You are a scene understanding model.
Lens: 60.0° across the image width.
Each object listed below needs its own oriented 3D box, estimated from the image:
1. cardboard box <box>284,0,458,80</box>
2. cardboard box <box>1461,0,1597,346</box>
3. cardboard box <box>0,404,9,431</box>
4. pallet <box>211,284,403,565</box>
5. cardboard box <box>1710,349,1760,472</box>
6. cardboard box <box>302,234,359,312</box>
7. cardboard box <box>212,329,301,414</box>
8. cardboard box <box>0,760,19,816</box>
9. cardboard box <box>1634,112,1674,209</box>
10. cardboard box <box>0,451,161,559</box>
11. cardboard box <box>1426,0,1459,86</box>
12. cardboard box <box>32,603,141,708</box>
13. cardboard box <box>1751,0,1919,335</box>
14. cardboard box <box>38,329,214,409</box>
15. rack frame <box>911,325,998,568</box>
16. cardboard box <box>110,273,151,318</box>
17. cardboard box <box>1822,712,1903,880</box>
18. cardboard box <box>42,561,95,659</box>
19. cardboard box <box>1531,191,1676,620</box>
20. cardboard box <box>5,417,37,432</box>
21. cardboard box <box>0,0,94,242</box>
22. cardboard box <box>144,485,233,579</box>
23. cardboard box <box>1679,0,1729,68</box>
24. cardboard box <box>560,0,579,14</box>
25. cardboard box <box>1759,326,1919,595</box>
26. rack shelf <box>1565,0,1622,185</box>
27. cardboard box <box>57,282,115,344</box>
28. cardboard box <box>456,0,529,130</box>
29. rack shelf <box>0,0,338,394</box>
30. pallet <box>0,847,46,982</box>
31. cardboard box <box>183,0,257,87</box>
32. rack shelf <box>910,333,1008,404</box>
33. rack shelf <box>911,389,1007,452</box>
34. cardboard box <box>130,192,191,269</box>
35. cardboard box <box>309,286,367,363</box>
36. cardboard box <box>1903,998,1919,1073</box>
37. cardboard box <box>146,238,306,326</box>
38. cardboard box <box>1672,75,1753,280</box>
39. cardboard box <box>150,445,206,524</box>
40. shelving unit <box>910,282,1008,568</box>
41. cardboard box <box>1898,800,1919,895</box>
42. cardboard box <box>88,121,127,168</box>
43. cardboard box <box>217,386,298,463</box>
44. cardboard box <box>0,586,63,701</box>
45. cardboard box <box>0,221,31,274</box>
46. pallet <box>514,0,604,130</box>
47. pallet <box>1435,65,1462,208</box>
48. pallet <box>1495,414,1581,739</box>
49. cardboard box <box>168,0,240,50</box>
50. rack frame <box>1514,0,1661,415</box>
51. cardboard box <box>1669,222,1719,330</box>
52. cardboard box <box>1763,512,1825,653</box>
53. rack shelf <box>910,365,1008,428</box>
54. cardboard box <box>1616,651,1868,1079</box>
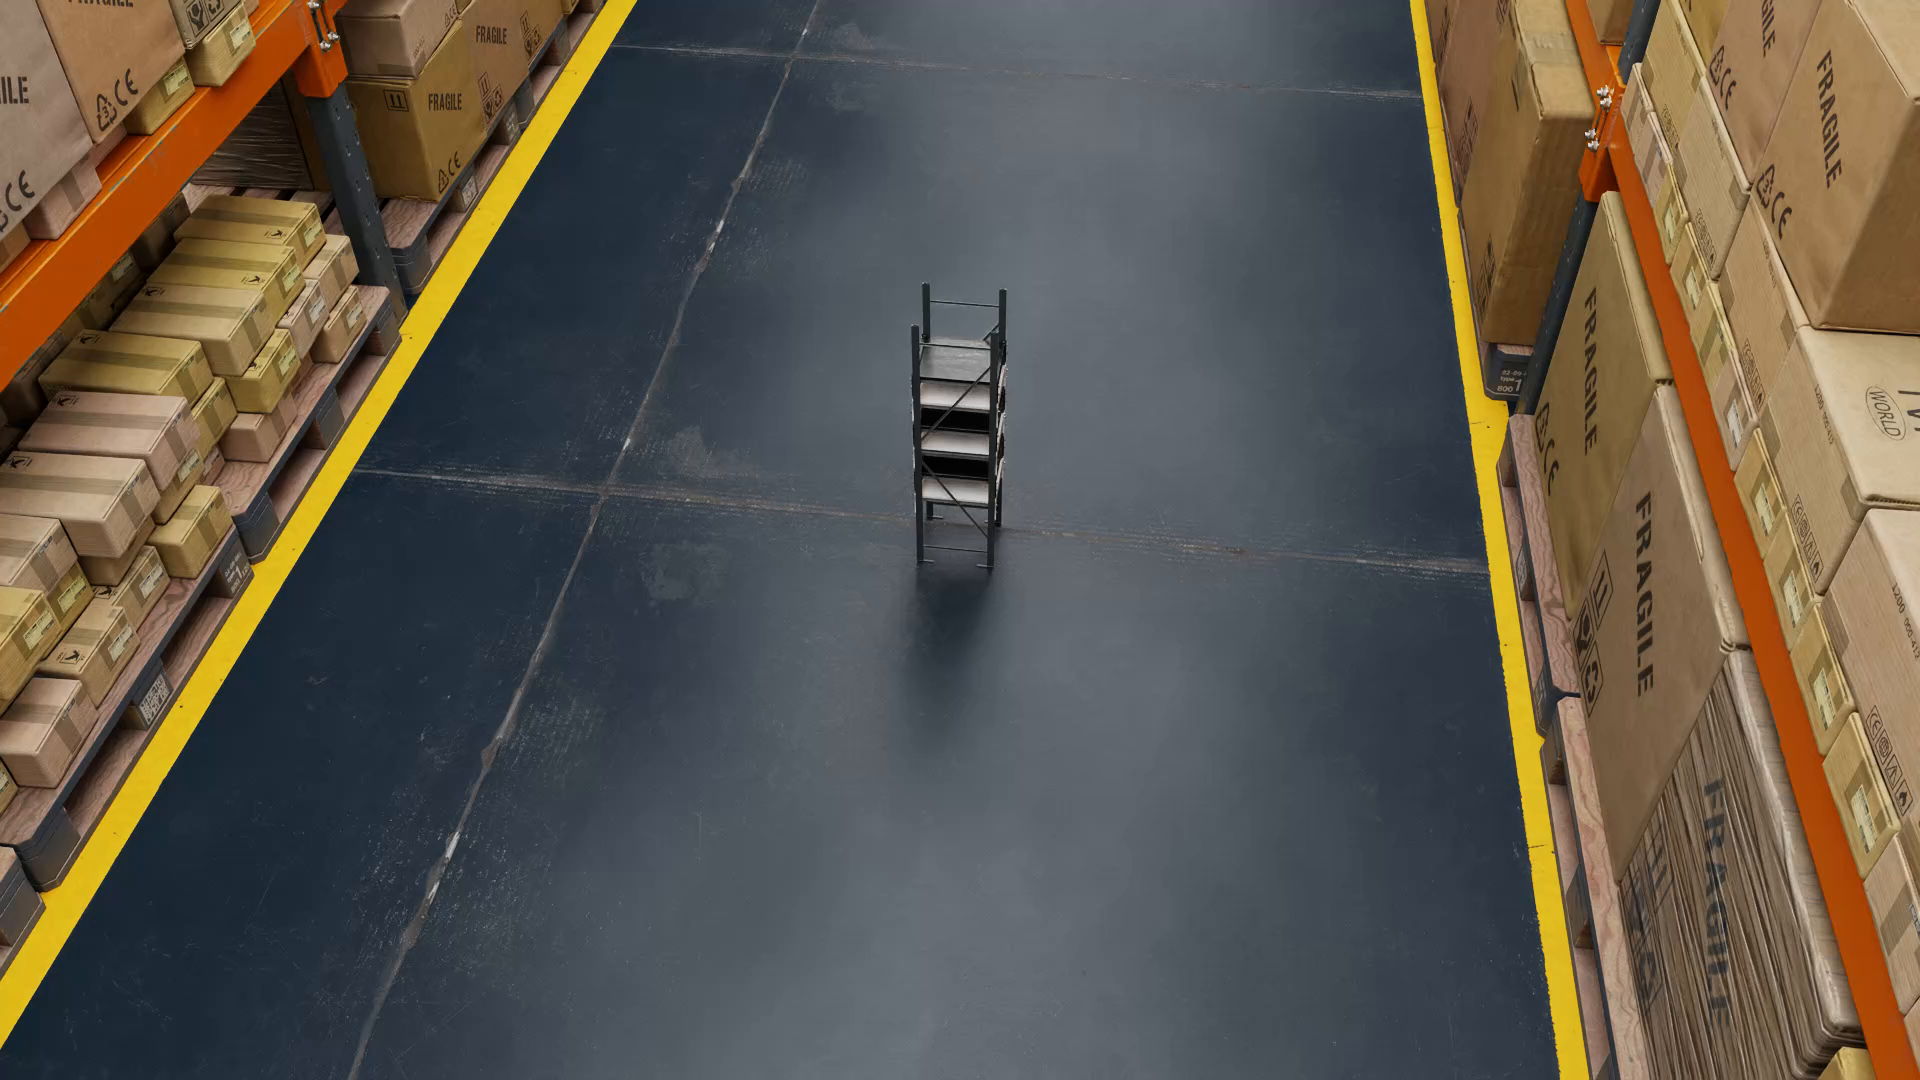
[{"bbox_3d":[-2.174,-1.922,6.065,0.500,0.250,0.500,3,44,4],"label":"cardboard box"},{"bbox_3d":[2.434,-1.225,5.601,1.225,0.875,0.875,5,44,6],"label":"cardboard box"},{"bbox_3d":[-2.991,-0.338,4.760,0.380,0.149,0.250,6,44,6],"label":"cardboard box"},{"bbox_3d":[-2.588,-0.452,5.574,1.003,0.211,1.213,5,44,6],"label":"pallet"},{"bbox_3d":[1.829,-0.260,3.525,0.380,0.149,0.250,6,44,6],"label":"cardboard box"},{"bbox_3d":[-2.261,-0.907,5.578,0.380,0.149,0.250,6,44,6],"label":"cardboard box"},{"bbox_3d":[-2.302,-0.537,5.187,0.380,0.149,0.250,4,44,4],"label":"cardboard box"},{"bbox_3d":[-2.615,0.653,4.147,0.380,0.149,0.250,5,44,6],"label":"cardboard box"},{"bbox_3d":[1.966,-0.964,4.269,0.380,0.149,0.250,4,44,4],"label":"cardboard box"},{"bbox_3d":[-2.423,-0.097,4.506,0.380,0.149,0.250,4,44,4],"label":"cardboard box"},{"bbox_3d":[2.661,-2.437,6.882,1.225,0.875,0.875,5,44,6],"label":"cardboard box"},{"bbox_3d":[-2.485,0.300,4.519,0.380,0.149,0.250,5,44,6],"label":"cardboard box"},{"bbox_3d":[1.915,-0.738,3.195,0.500,0.500,0.500,4,44,4],"label":"cardboard box"},{"bbox_3d":[-2.455,-0.475,4.905,0.380,0.149,0.250,7,44,7],"label":"cardboard box"},{"bbox_3d":[-0.015,-0.252,4.862,0.240,0.900,0.006,5,44,6],"label":"rack frame"},{"bbox_3d":[-2.844,-0.752,5.414,0.380,0.149,0.250,6,44,6],"label":"cardboard box"},{"bbox_3d":[1.694,0.443,2.783,0.380,0.149,0.250,4,44,5],"label":"cardboard box"},{"bbox_3d":[-2.580,0.159,4.452,0.380,0.149,0.250,7,44,7],"label":"cardboard box"},{"bbox_3d":[2.202,-0.344,4.672,0.875,0.875,0.875,5,44,6],"label":"cardboard box"},{"bbox_3d":[-2.879,-0.399,5.041,0.380,0.149,0.250,3,44,3],"label":"cardboard box"},{"bbox_3d":[-2.455,-1.022,3.858,0.500,0.500,0.500,5,44,5],"label":"cardboard box"},{"bbox_3d":[-2.385,-0.039,4.878,0.380,0.149,0.250,5,44,5],"label":"cardboard box"},{"bbox_3d":[2.052,-1.428,3.924,0.500,0.500,0.500,5,44,6],"label":"cardboard box"},{"bbox_3d":[-1.959,-2.709,7.442,0.500,0.500,0.500,3,44,4],"label":"cardboard box"},{"bbox_3d":[1.841,-0.135,3.104,0.500,0.250,0.500,5,44,6],"label":"cardboard box"},{"bbox_3d":[2.633,-2.507,6.240,1.077,0.370,4.000,5,44,6],"label":"rack shelf"},{"bbox_3d":[-2.865,-0.683,5.126,0.380,0.149,0.250,5,44,5],"label":"cardboard box"},{"bbox_3d":[-2.105,-2.010,6.704,0.500,0.500,0.500,7,44,7],"label":"cardboard box"},{"bbox_3d":[-2.798,-0.301,3.909,1.077,0.370,4.000,5,44,6],"label":"rack shelf"},{"bbox_3d":[-2.910,1.211,3.817,1.003,0.211,1.213,5,44,6],"label":"pallet"},{"bbox_3d":[-2.266,-1.433,4.764,0.380,0.149,0.250,4,44,4],"label":"cardboard box"},{"bbox_3d":[-0.001,-0.493,4.772,0.258,0.077,0.200,5,44,6],"label":"rack shelf"},{"bbox_3d":[-0.001,-0.362,4.896,0.258,0.077,0.200,5,44,6],"label":"rack shelf"},{"bbox_3d":[-2.785,-1.043,5.505,0.380,0.149,0.250,7,44,7],"label":"cardboard box"},{"bbox_3d":[-2.248,-0.744,5.623,0.380,0.149,0.250,6,44,6],"label":"cardboard box"},{"bbox_3d":[1.628,0.790,2.417,0.380,0.149,0.250,5,44,6],"label":"cardboard box"},{"bbox_3d":[-2.318,-0.815,5.264,0.380,0.149,0.250,6,44,6],"label":"cardboard box"},{"bbox_3d":[1.977,-0.824,3.832,0.500,0.250,0.500,5,44,5],"label":"cardboard box"},{"bbox_3d":[-2.447,-0.200,4.831,0.380,0.149,0.250,6,44,7],"label":"cardboard box"},{"bbox_3d":[-0.001,-0.321,4.935,0.258,0.900,0.210,5,44,6],"label":"shelving unit"},{"bbox_3d":[1.709,0.567,2.362,0.500,0.250,0.500,5,44,5],"label":"cardboard box"},{"bbox_3d":[-2.462,-1.087,4.399,0.380,0.149,0.250,4,44,4],"label":"cardboard box"},{"bbox_3d":[-2.336,-0.389,5.247,0.380,0.149,0.250,4,44,4],"label":"cardboard box"},{"bbox_3d":[-2.502,0.243,4.148,0.380,0.149,0.250,6,44,6],"label":"cardboard box"},{"bbox_3d":[-2.512,-0.726,4.018,0.380,0.149,0.250,5,44,5],"label":"cardboard box"},{"bbox_3d":[-2.274,-2.277,7.502,1.003,0.211,1.213,5,44,6],"label":"pallet"},{"bbox_3d":[2.555,-1.760,6.955,1.003,0.211,1.213,5,44,6],"label":"pallet"},{"bbox_3d":[2.191,0.118,4.972,1.003,0.211,1.213,5,44,6],"label":"pallet"},{"bbox_3d":[-2.318,-1.714,4.590,0.500,0.500,0.500,5,44,6],"label":"cardboard box"},{"bbox_3d":[2.369,-1.406,4.553,1.000,3.000,0.127,5,44,6],"label":"rack frame"},{"bbox_3d":[1.898,-0.605,3.890,0.380,0.149,0.250,4,44,4],"label":"cardboard box"},{"bbox_3d":[1.763,0.097,3.148,0.380,0.149,0.250,6,44,6],"label":"cardboard box"},{"bbox_3d":[-0.001,-0.428,4.834,0.258,0.077,0.200,5,44,6],"label":"rack shelf"},{"bbox_3d":[1.966,0.876,3.383,0.875,0.875,0.875,5,44,6],"label":"cardboard box"}]
